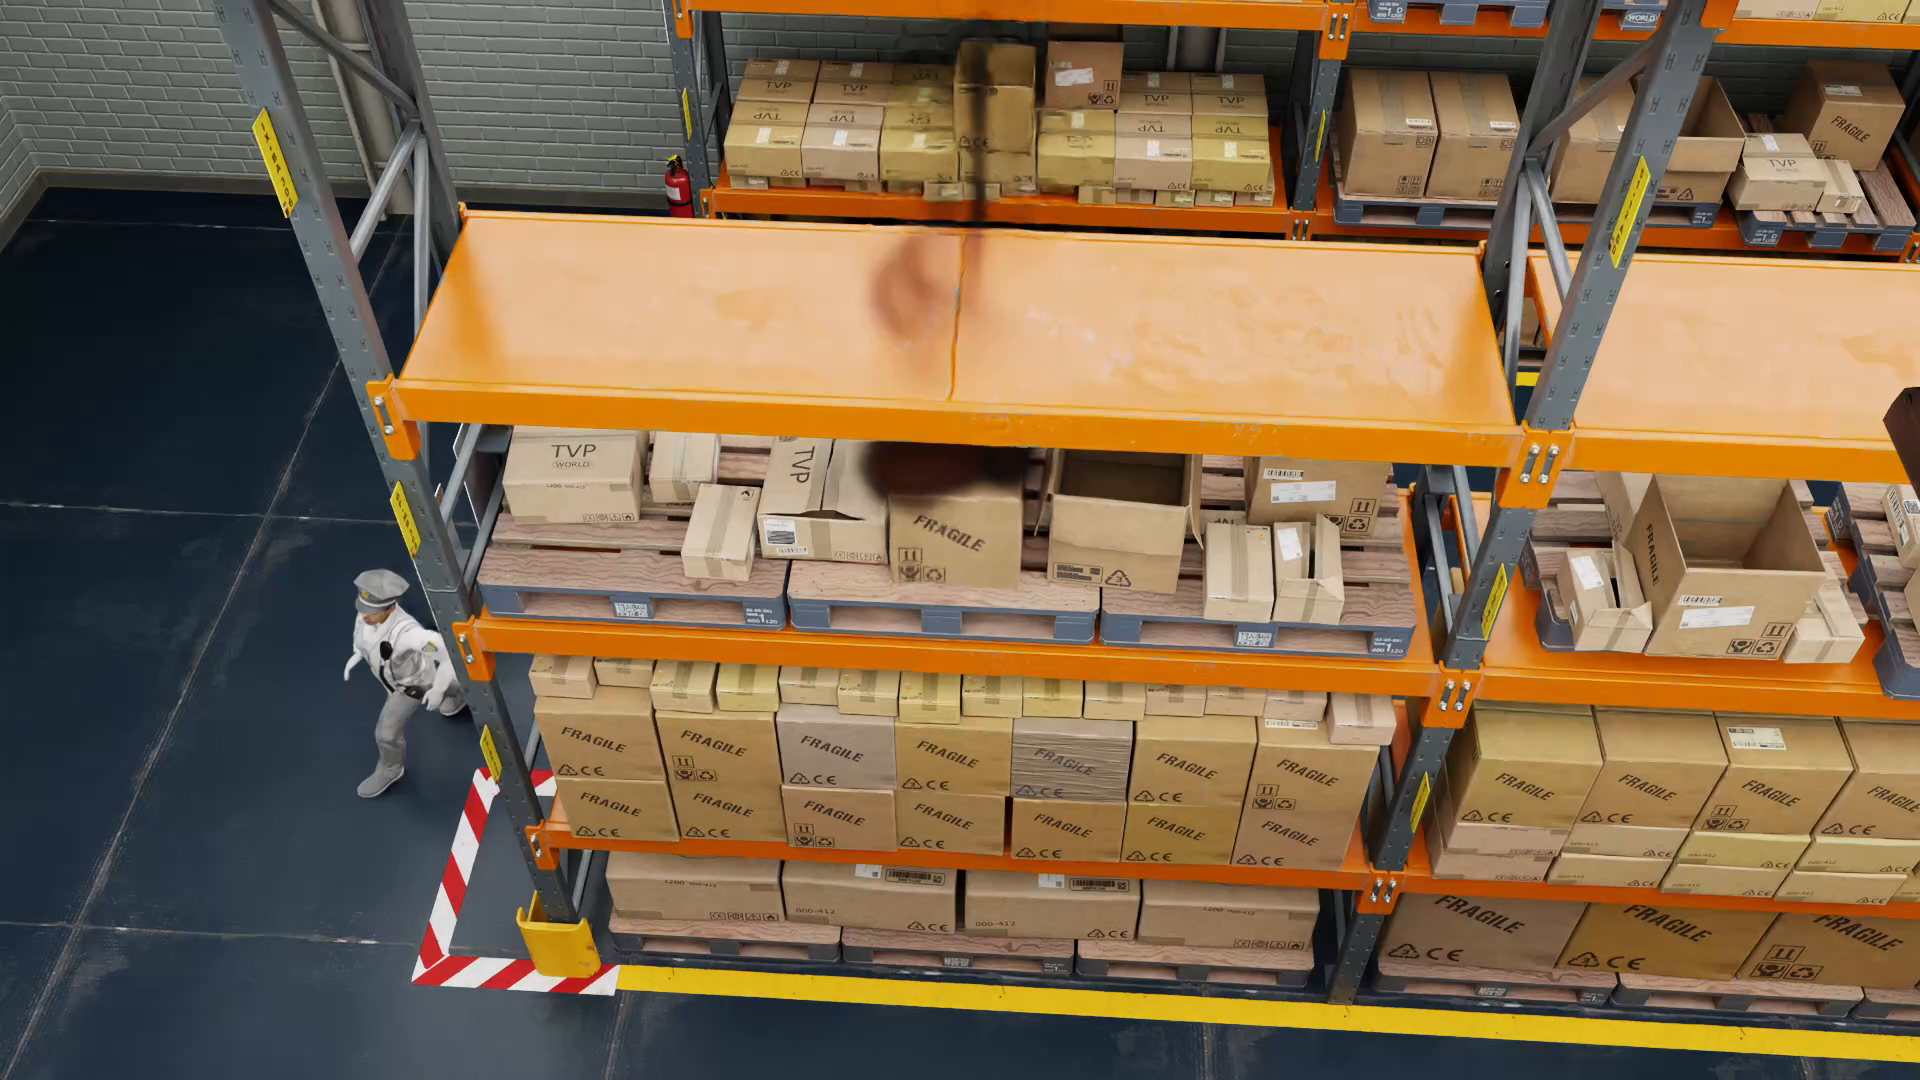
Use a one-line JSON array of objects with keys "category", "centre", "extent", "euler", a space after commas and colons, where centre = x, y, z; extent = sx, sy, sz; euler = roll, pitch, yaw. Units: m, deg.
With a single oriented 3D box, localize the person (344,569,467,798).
[{"category": "person", "centre": [-2.991, 0.745, 8.935], "extent": [0.883, 1.689, 0.679], "euler": [-33, 56, -26]}]
